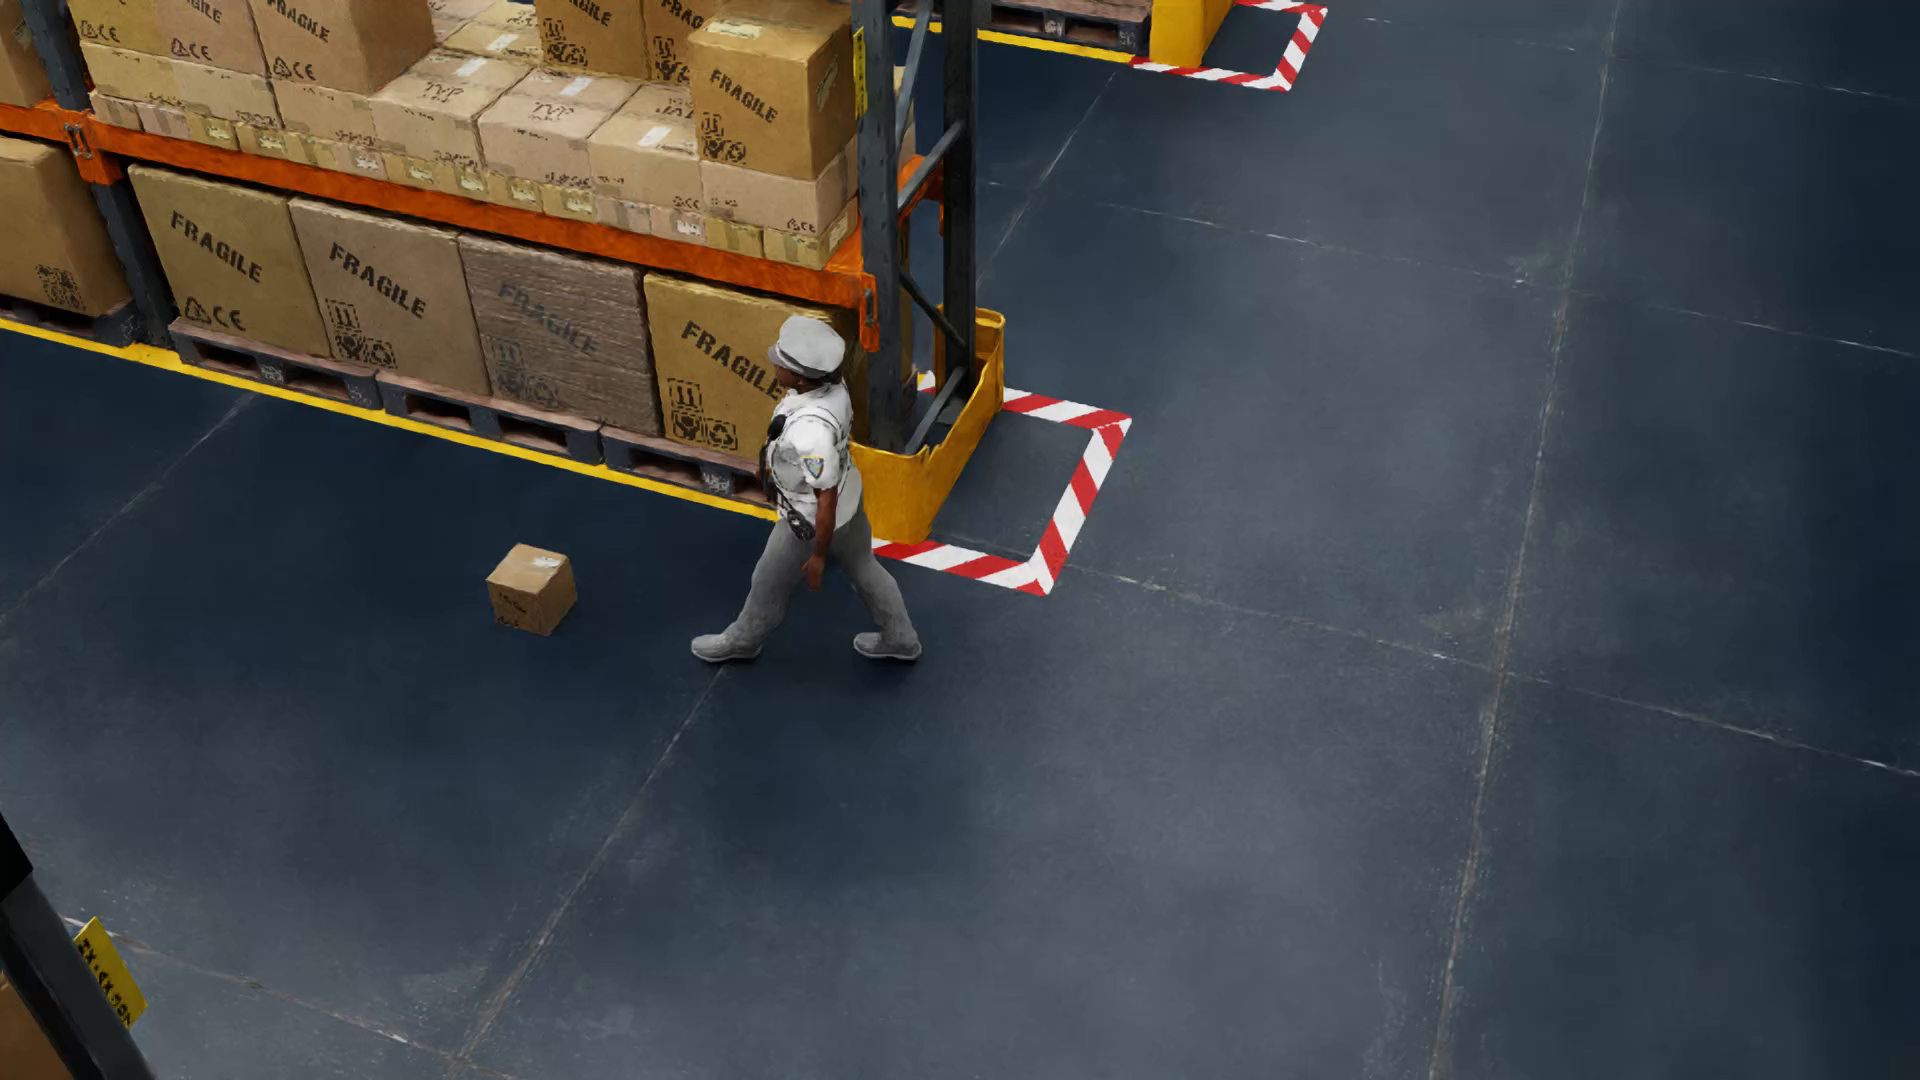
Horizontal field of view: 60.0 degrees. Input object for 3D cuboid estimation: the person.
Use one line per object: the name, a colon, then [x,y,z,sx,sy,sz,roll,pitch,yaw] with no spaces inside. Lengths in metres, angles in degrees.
person: [-0.635,-0.129,6.297,0.945,1.643,0.576,6,42,7]
